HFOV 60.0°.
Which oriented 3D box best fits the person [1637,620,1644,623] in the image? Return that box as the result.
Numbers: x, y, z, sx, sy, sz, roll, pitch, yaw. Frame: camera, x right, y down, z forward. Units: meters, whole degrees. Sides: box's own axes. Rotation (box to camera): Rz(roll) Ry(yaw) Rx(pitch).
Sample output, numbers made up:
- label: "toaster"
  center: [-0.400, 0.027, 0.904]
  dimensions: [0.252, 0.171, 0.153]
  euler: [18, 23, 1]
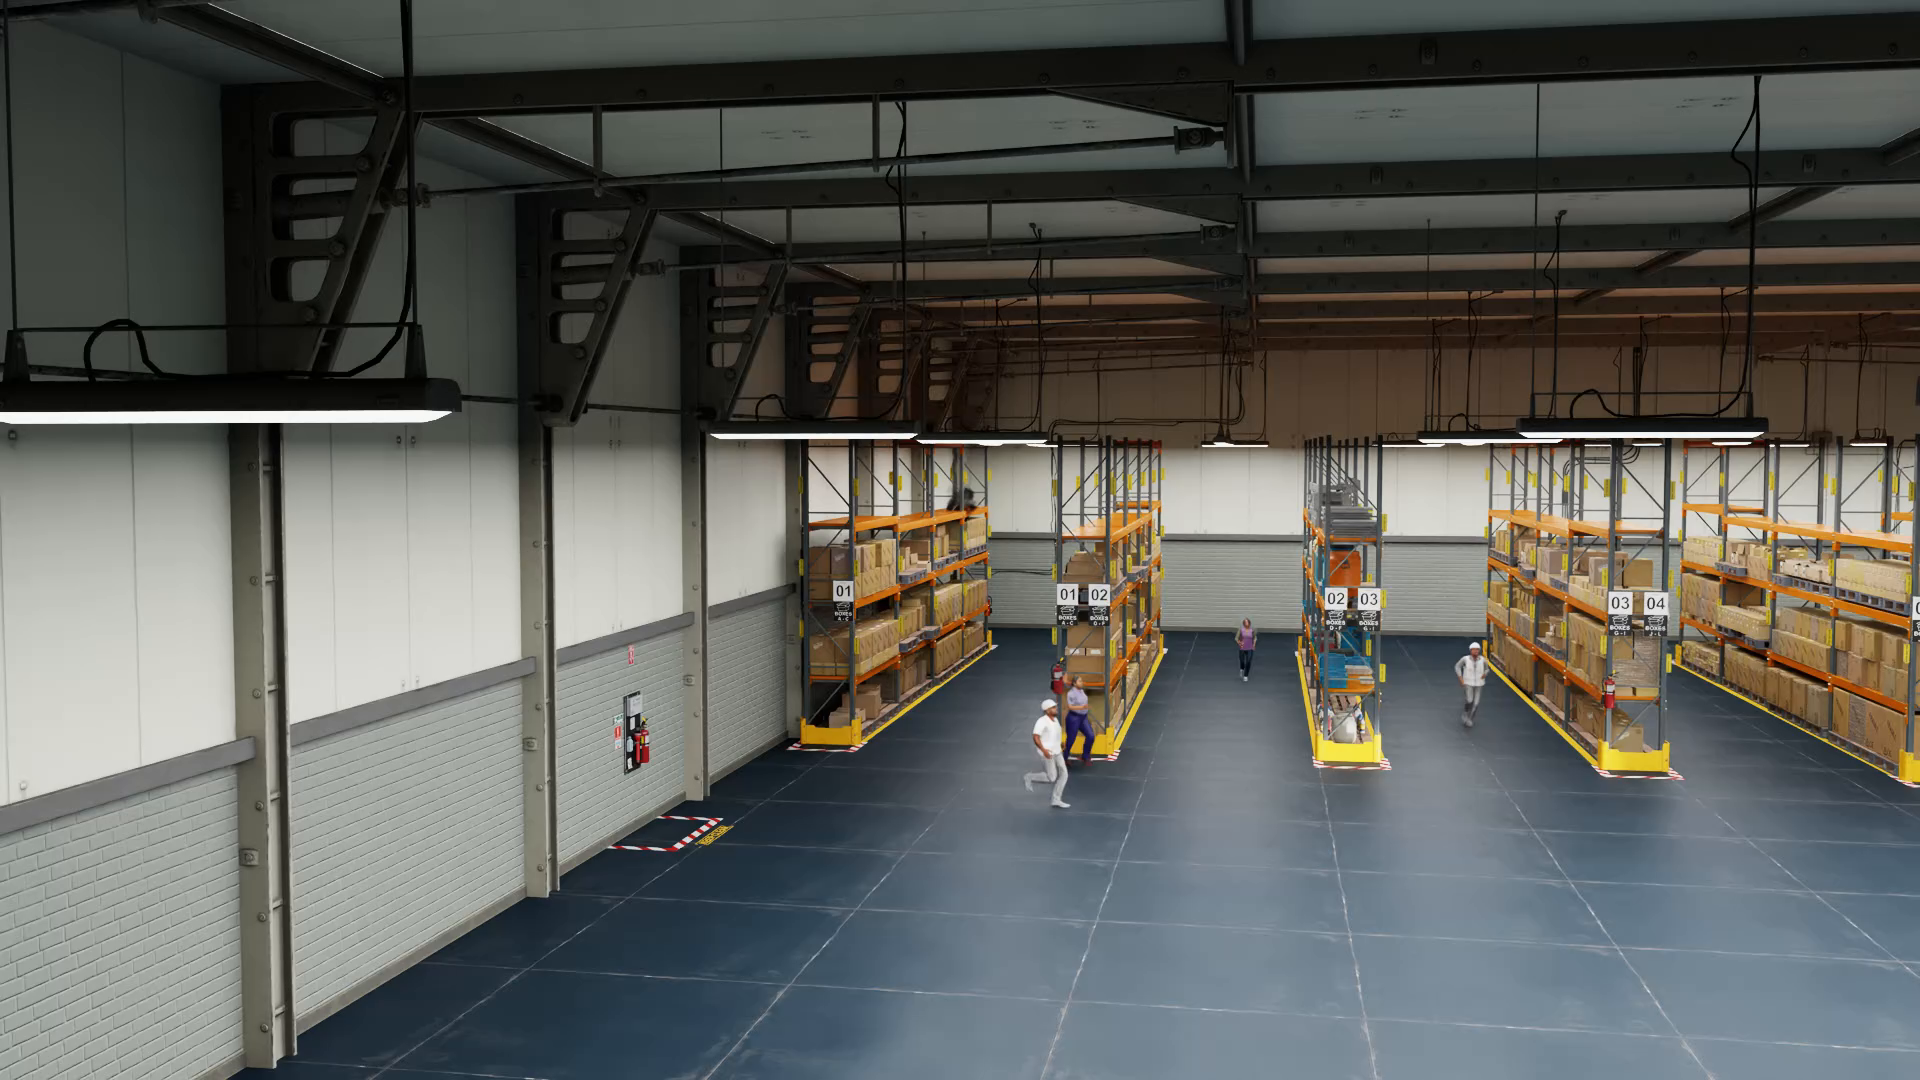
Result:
- label: "person"
  center: [18.478, 2.476, 45.125]
  dimensions: [0.832, 1.622, 0.673]
  euler: [-2, 4, -31]

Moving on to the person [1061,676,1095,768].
- label: "person"
  center: [2.130, 3.287, 29.994]
  dimensions: [0.708, 1.694, 0.611]
  euler: [3, 4, 43]

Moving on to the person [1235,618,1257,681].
- label: "person"
  center: [7.104, 2.714, 41.270]
  dimensions: [0.534, 1.553, 0.557]
  euler: [0, 3, 4]

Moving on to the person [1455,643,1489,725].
- label: "person"
  center: [10.631, 2.987, 34.428]
  dimensions: [0.660, 1.730, 0.636]
  euler: [0, 3, 3]

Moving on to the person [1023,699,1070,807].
- label: "person"
  center: [1.411, 3.426, 26.798]
  dimensions: [0.759, 1.725, 0.703]
  euler: [2, 4, 33]
